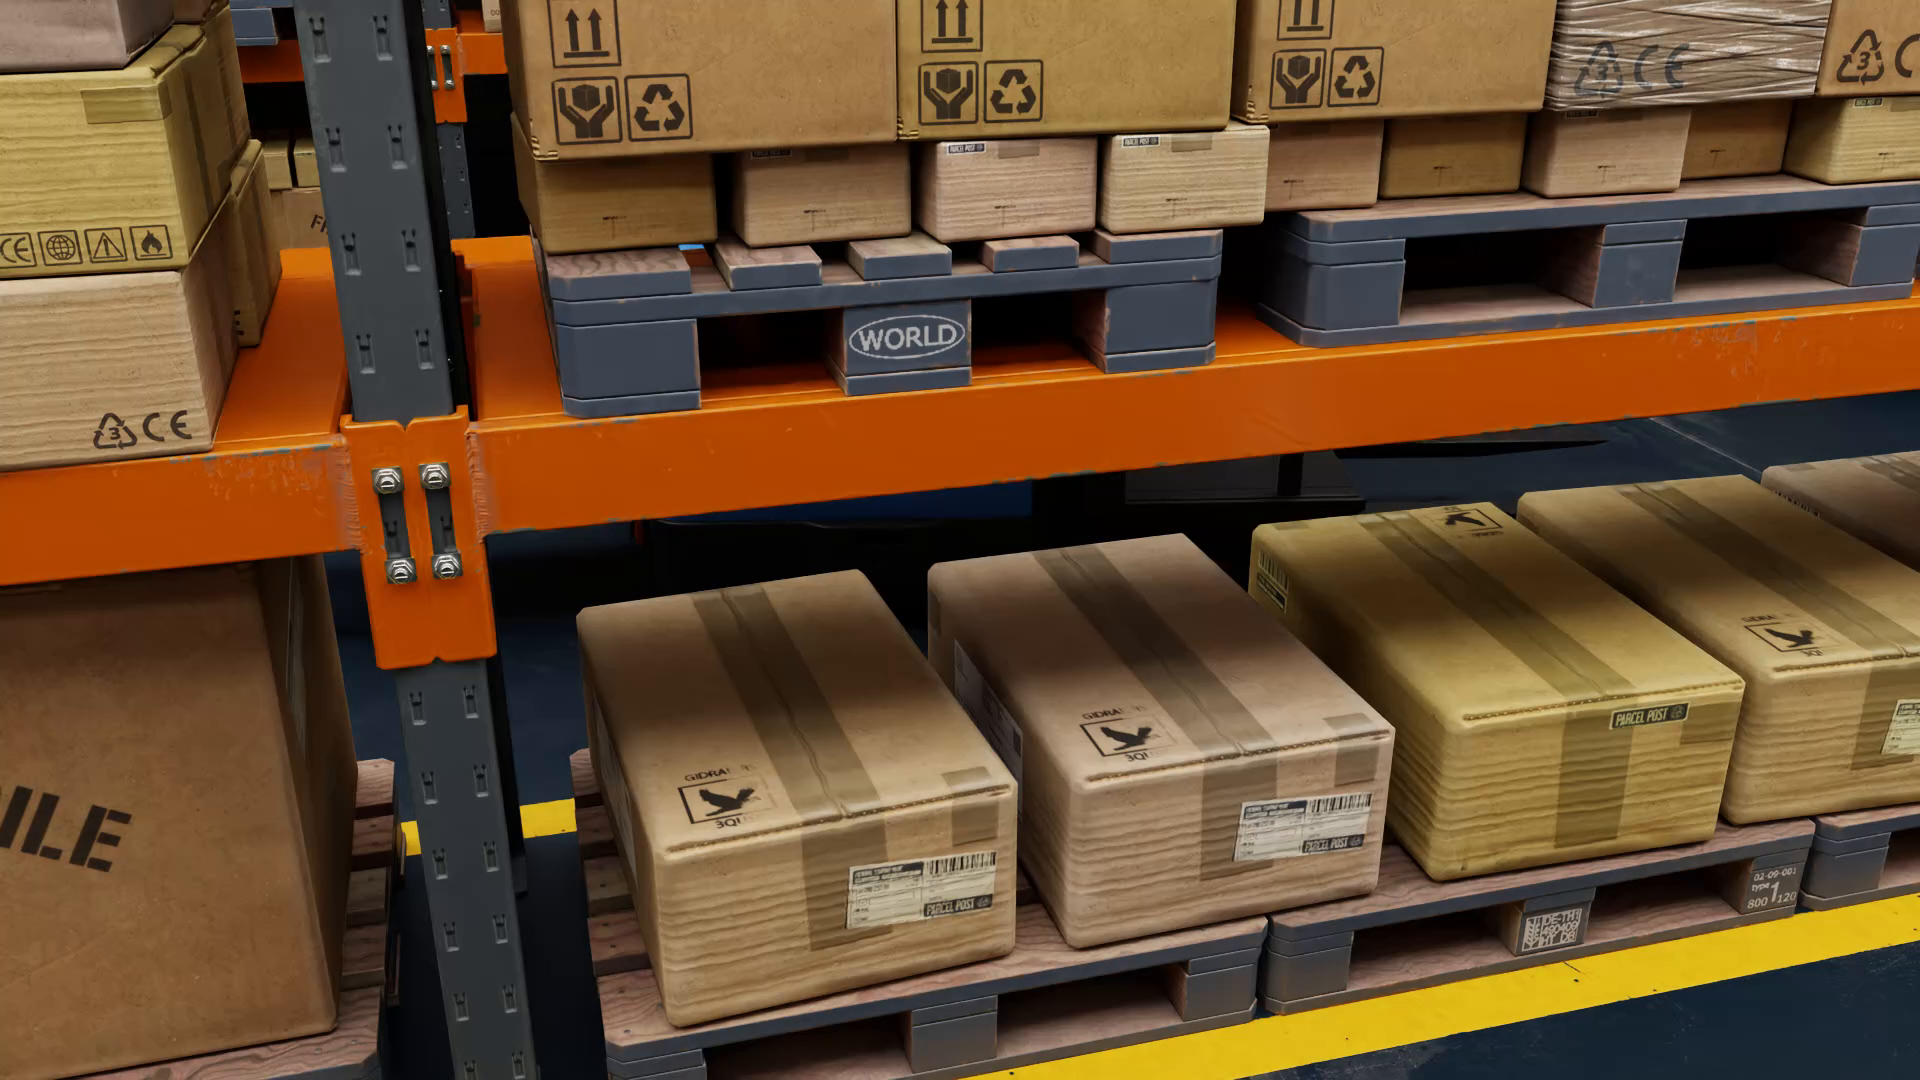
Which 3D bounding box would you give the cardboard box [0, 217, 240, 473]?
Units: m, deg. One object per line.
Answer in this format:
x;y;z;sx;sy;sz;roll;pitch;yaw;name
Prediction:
-1.312;-0.294;2.322;0.500;0.250;0.500;-7;24;-16;cardboard box

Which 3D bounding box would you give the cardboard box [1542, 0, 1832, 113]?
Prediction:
1.093;-1.019;2.784;0.500;0.500;0.500;-7;24;-16;cardboard box

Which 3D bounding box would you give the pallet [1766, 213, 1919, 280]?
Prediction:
2.181;-0.828;3.618;1.213;0.211;1.003;-6;24;-14;pallet

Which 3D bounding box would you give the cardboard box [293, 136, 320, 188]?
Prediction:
-2.647;-1.593;6.974;0.250;0.149;0.380;-8;24;-17;cardboard box

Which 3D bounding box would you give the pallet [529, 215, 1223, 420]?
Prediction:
-0.238;-0.544;2.957;1.003;0.211;1.213;-6;24;-14;pallet

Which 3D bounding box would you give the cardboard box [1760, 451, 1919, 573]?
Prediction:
2.452;0.130;3.944;0.625;0.372;0.950;-6;24;-14;cardboard box

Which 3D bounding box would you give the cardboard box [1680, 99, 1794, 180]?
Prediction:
1.267;-0.768;3.021;0.250;0.149;0.380;-7;24;-16;cardboard box

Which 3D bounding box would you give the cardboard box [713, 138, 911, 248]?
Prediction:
-0.251;-0.575;2.571;0.250;0.149;0.380;-8;24;-18;cardboard box

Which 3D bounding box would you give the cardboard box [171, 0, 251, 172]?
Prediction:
-1.450;-0.716;2.672;0.500;0.250;0.500;-6;24;-15;cardboard box

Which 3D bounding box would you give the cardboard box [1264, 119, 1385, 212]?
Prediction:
0.506;-0.663;2.777;0.250;0.149;0.380;-5;24;-11;cardboard box

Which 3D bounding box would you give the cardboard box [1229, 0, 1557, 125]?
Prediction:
0.610;-0.969;2.667;0.500;0.500;0.500;-6;24;-13;cardboard box

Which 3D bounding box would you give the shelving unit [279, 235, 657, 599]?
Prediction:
-1.457;-0.387;4.725;1.048;1.125;0.538;-6;24;-14;shelving unit

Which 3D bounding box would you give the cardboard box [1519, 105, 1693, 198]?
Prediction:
1.037;-0.711;2.889;0.250;0.149;0.380;-6;24;-13;cardboard box

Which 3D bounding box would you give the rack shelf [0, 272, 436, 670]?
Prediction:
-2.821;0.028;2.293;4.000;0.370;1.077;-6;24;-14;rack shelf

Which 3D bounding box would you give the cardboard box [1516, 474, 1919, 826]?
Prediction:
1.760;0.207;3.762;0.625;0.372;0.950;-5;24;-11;cardboard box

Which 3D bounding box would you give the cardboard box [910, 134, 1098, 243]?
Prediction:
0.025;-0.586;2.598;0.250;0.149;0.380;-8;24;-18;cardboard box

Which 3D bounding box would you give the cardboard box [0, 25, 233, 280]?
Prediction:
-1.293;-0.529;2.234;0.500;0.250;0.500;-6;24;-15;cardboard box

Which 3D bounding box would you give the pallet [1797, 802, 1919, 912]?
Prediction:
2.207;0.423;3.996;1.213;0.211;1.003;-6;24;-14;pallet

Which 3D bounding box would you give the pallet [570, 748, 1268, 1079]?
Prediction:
-0.143;0.683;3.391;1.213;0.211;1.003;-6;24;-14;pallet

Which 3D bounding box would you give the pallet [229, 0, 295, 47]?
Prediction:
-2.874;-2.213;6.846;1.003;0.211;1.213;-6;24;-14;pallet

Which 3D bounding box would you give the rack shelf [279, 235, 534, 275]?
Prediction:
-1.457;-0.656;4.609;1.000;0.278;0.538;-6;24;-14;rack shelf

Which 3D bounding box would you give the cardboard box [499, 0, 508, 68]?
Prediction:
-0.533;-1.045;2.846;0.500;0.500;0.500;-7;24;-16;cardboard box

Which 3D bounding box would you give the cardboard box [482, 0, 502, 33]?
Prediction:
-1.747;-2.285;6.962;0.500;0.250;0.500;-6;24;-14;cardboard box

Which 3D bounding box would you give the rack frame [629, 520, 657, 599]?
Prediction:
-0.967;-0.440;4.849;0.032;1.125;0.500;-6;24;-14;rack frame

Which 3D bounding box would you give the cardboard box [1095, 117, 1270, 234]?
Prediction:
0.295;-0.608;2.648;0.250;0.149;0.380;-6;24;-14;cardboard box

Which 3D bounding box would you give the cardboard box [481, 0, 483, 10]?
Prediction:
-1.876;-2.476;7.406;0.500;0.250;0.500;-7;24;-15;cardboard box

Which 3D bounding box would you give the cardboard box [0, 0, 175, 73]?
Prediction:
-1.323;-0.867;2.071;0.500;0.500;0.500;-7;24;-16;cardboard box

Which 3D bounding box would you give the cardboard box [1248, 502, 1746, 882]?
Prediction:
1.091;0.282;3.588;0.625;0.372;0.950;-6;24;-13;cardboard box

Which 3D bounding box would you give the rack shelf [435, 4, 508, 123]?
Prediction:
-0.314;-2.282;7.677;4.000;0.370;1.077;-6;24;-14;rack shelf

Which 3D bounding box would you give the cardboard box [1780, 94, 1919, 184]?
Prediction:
1.549;-0.757;2.995;0.250;0.149;0.380;-6;24;-14;cardboard box

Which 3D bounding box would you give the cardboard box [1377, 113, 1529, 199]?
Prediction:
0.768;-0.708;2.882;0.250;0.149;0.380;-5;24;-12;cardboard box

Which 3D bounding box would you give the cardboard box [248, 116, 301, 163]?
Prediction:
-3.089;-1.787;7.425;0.250;0.149;0.380;-6;24;-13;cardboard box

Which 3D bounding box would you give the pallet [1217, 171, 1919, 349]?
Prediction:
0.999;-0.654;3.213;1.213;0.211;1.003;-6;24;-14;pallet

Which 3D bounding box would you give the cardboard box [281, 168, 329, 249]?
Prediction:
-2.589;-1.317;7.154;0.500;0.500;0.500;-6;24;-13;cardboard box

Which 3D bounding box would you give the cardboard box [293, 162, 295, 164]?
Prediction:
-3.199;-1.461;7.488;0.500;0.500;0.500;-6;24;-14;cardboard box

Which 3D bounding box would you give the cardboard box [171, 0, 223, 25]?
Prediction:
-1.436;-1.062;2.525;0.500;0.500;0.500;-7;24;-16;cardboard box

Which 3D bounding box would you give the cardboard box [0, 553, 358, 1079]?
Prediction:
-1.583;0.310;2.886;0.875;0.875;0.875;-7;24;-15;cardboard box

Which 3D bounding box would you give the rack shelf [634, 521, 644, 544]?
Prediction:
-1.457;-0.162;4.821;1.000;0.278;0.538;-6;24;-14;rack shelf

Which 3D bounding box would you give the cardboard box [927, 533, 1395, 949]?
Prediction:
0.360;0.361;3.405;0.625;0.372;0.950;-7;24;-15;cardboard box

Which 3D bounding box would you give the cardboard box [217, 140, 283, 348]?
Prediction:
-1.435;-0.490;2.779;0.500;0.250;0.500;-7;24;-15;cardboard box

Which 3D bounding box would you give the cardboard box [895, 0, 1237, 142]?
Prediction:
0.100;-0.910;2.529;0.500;0.500;0.500;-5;24;-12;cardboard box

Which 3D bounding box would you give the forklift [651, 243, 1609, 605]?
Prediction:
0.630;-1.335;4.643;3.031;2.935;1.130;-1;23;-2;forklift

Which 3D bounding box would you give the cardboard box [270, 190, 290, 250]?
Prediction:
-3.074;-1.268;7.039;0.500;0.500;0.500;-7;24;-15;cardboard box

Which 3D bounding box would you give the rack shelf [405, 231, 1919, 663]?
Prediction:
1.030;-0.398;3.286;4.000;0.370;1.077;-6;24;-14;rack shelf

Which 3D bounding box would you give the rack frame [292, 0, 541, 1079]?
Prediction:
-0.895;-0.516;2.648;0.127;3.000;1.000;-6;24;-14;rack frame

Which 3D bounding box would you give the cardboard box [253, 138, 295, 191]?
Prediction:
-2.901;-1.553;6.879;0.250;0.149;0.380;-8;24;-17;cardboard box

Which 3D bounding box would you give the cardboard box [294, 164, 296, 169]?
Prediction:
-2.721;-1.506;7.592;0.500;0.500;0.500;-5;24;-12;cardboard box

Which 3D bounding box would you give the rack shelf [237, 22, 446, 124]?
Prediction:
-4.166;-1.856;6.684;4.000;0.370;1.077;-6;24;-14;rack shelf

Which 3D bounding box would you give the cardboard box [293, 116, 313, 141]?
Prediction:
-2.826;-1.805;7.467;0.250;0.149;0.380;-5;24;-12;cardboard box

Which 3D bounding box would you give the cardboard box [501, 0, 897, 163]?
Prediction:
-0.400;-0.851;2.394;0.500;0.500;0.500;-7;24;-16;cardboard box

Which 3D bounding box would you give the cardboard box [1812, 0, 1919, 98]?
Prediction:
1.597;-1.075;2.915;0.500;0.500;0.500;-5;24;-13;cardboard box

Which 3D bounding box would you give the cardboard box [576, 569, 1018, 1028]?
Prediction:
-0.349;0.442;3.215;0.625;0.372;0.950;-8;24;-18;cardboard box

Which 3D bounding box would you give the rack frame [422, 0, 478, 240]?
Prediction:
-2.240;-2.400;7.039;0.127;3.000;1.000;-6;24;-14;rack frame

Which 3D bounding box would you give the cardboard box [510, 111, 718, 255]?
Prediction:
-0.532;-0.557;2.531;0.250;0.149;0.380;-8;24;-17;cardboard box

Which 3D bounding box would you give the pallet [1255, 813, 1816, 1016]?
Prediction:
1.030;0.554;3.690;1.213;0.211;1.003;-6;24;-14;pallet

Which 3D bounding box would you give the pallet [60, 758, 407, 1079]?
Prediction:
-1.675;0.821;3.069;1.213;0.211;1.003;-6;24;-14;pallet
